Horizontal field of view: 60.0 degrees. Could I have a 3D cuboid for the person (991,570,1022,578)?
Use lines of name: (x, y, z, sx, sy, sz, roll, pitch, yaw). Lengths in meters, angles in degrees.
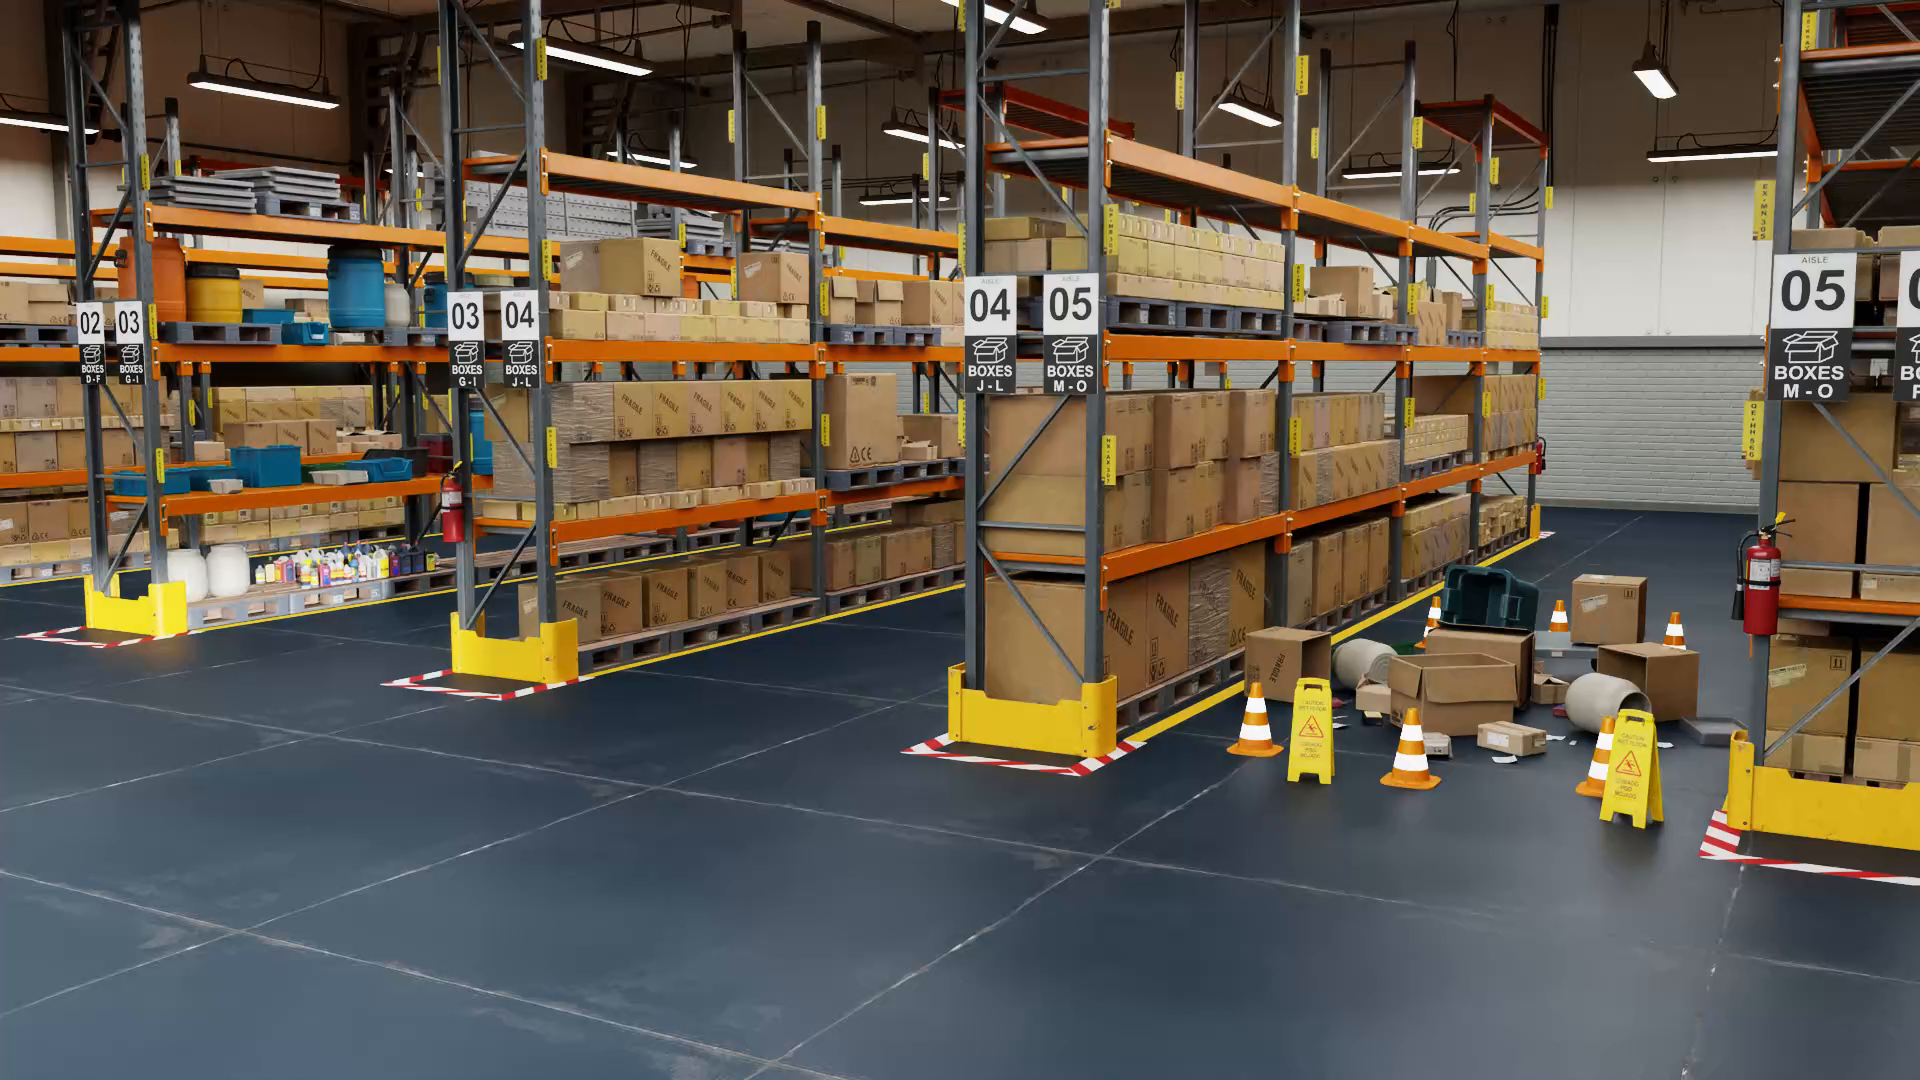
person: (0.588, -0.097, 17.763, 0.468, 1.656, 0.362, 4, 7, 35)
